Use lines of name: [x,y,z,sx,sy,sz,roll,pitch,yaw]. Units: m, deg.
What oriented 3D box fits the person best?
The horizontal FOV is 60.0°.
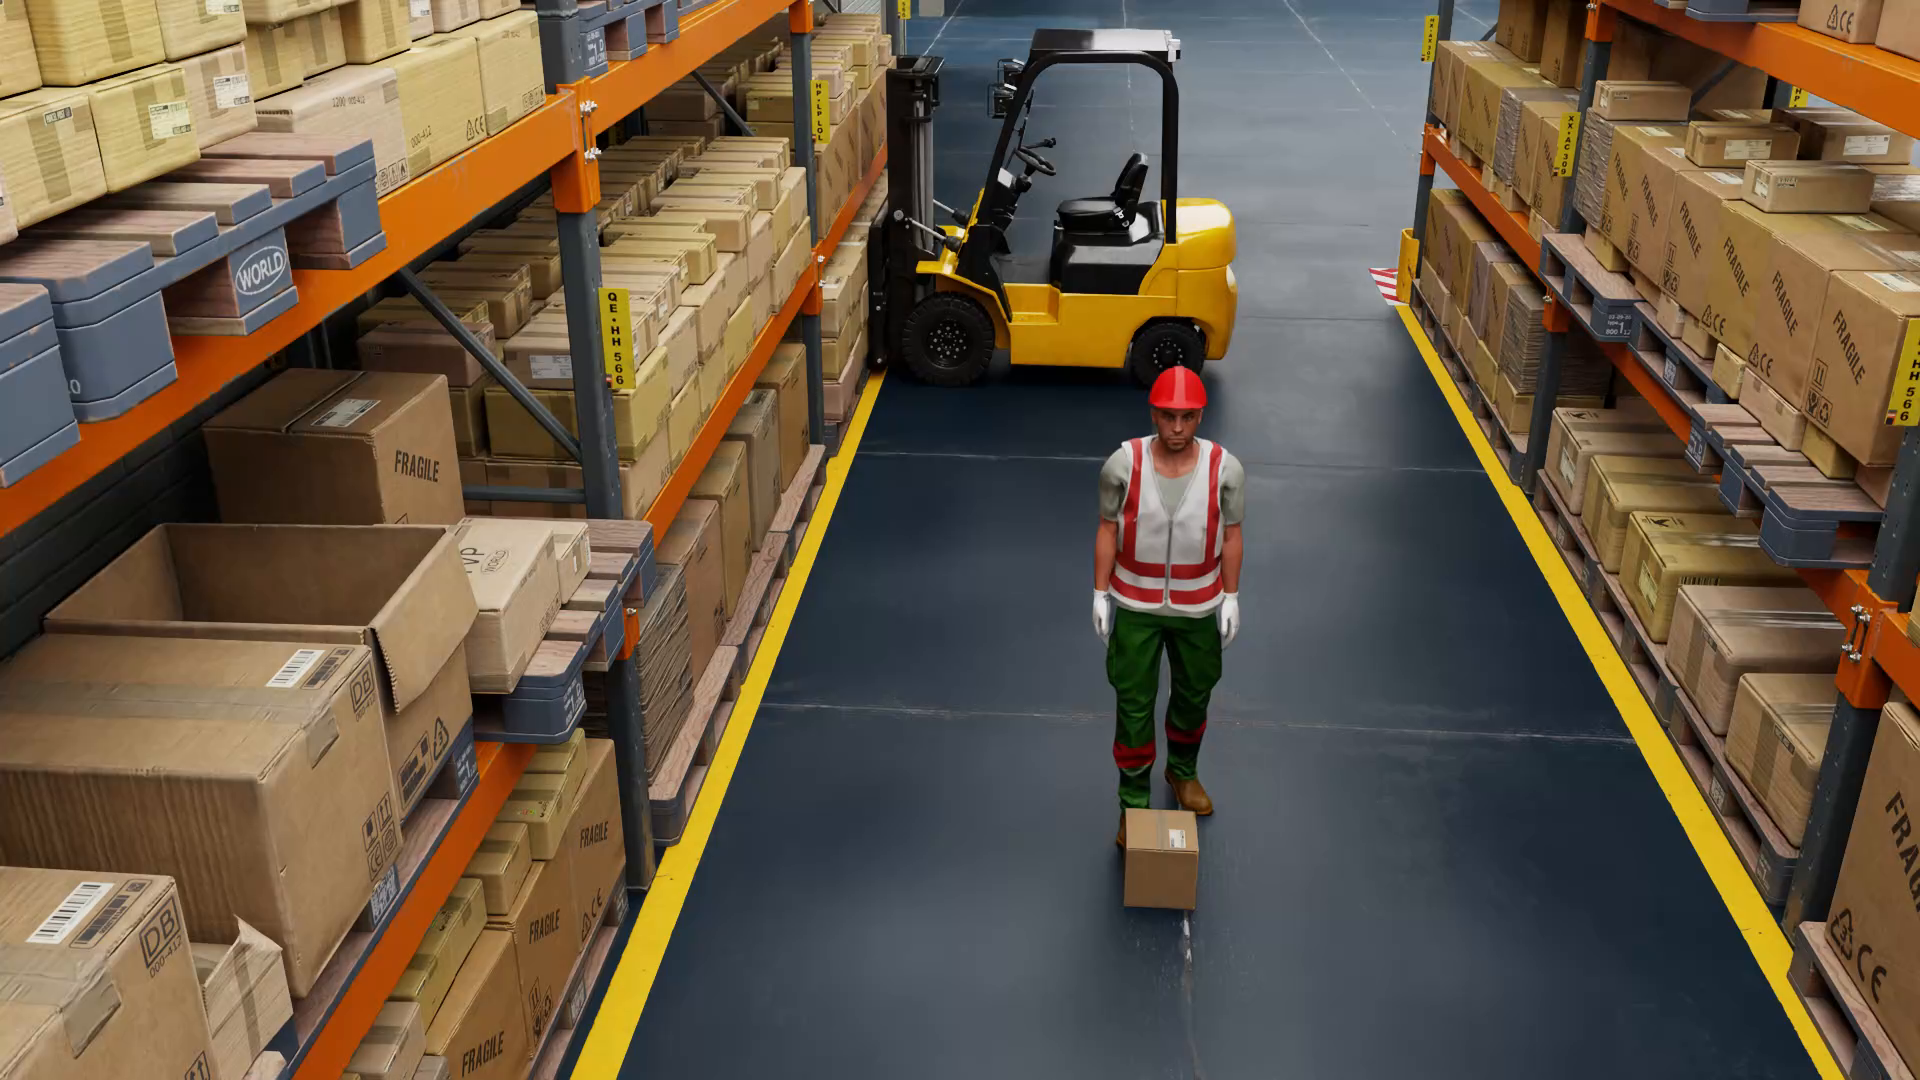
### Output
person: [0.748,0.256,6.016,0.538,1.812,0.598,2,24,5]
